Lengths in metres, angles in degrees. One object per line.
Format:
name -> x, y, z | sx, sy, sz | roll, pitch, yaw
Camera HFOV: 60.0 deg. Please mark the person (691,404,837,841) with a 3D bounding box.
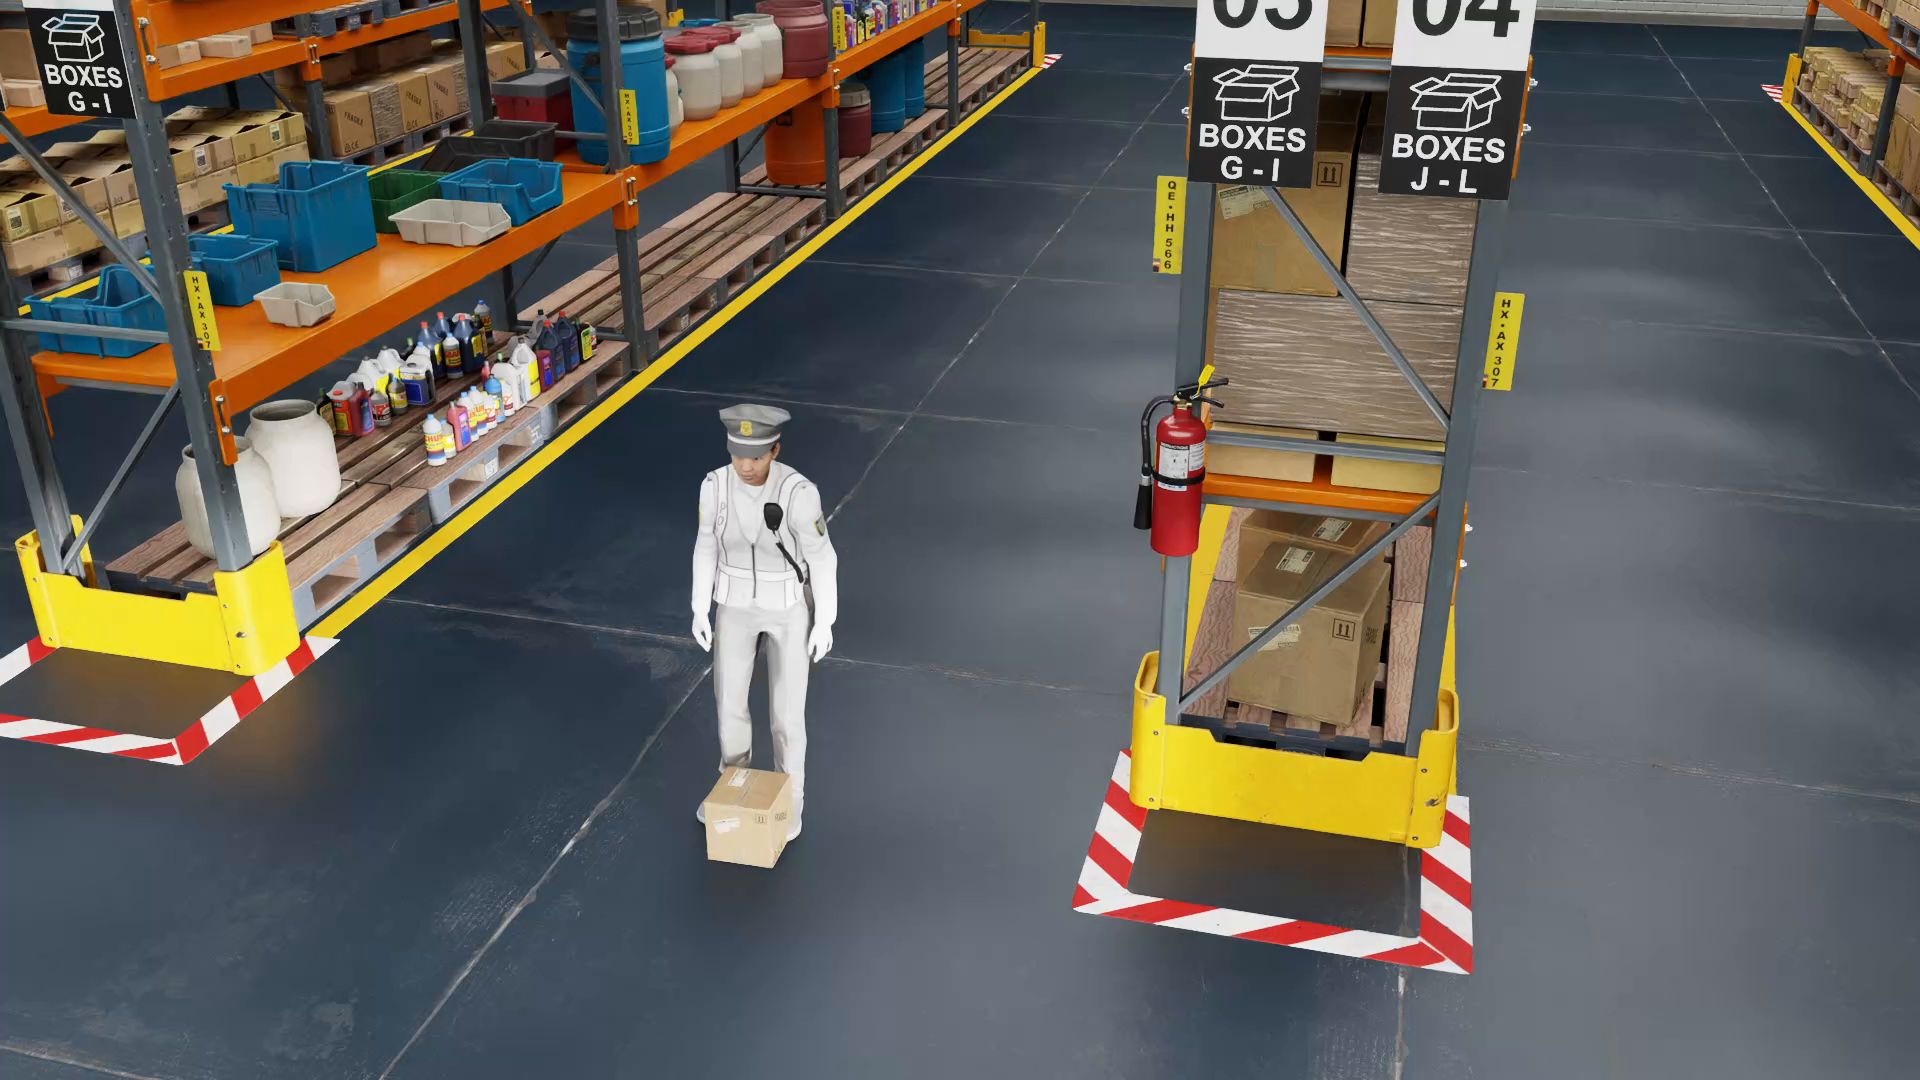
person -> -0.715, 0.286, 6.002 | 0.547, 1.666, 0.410 | 5, 26, 10
